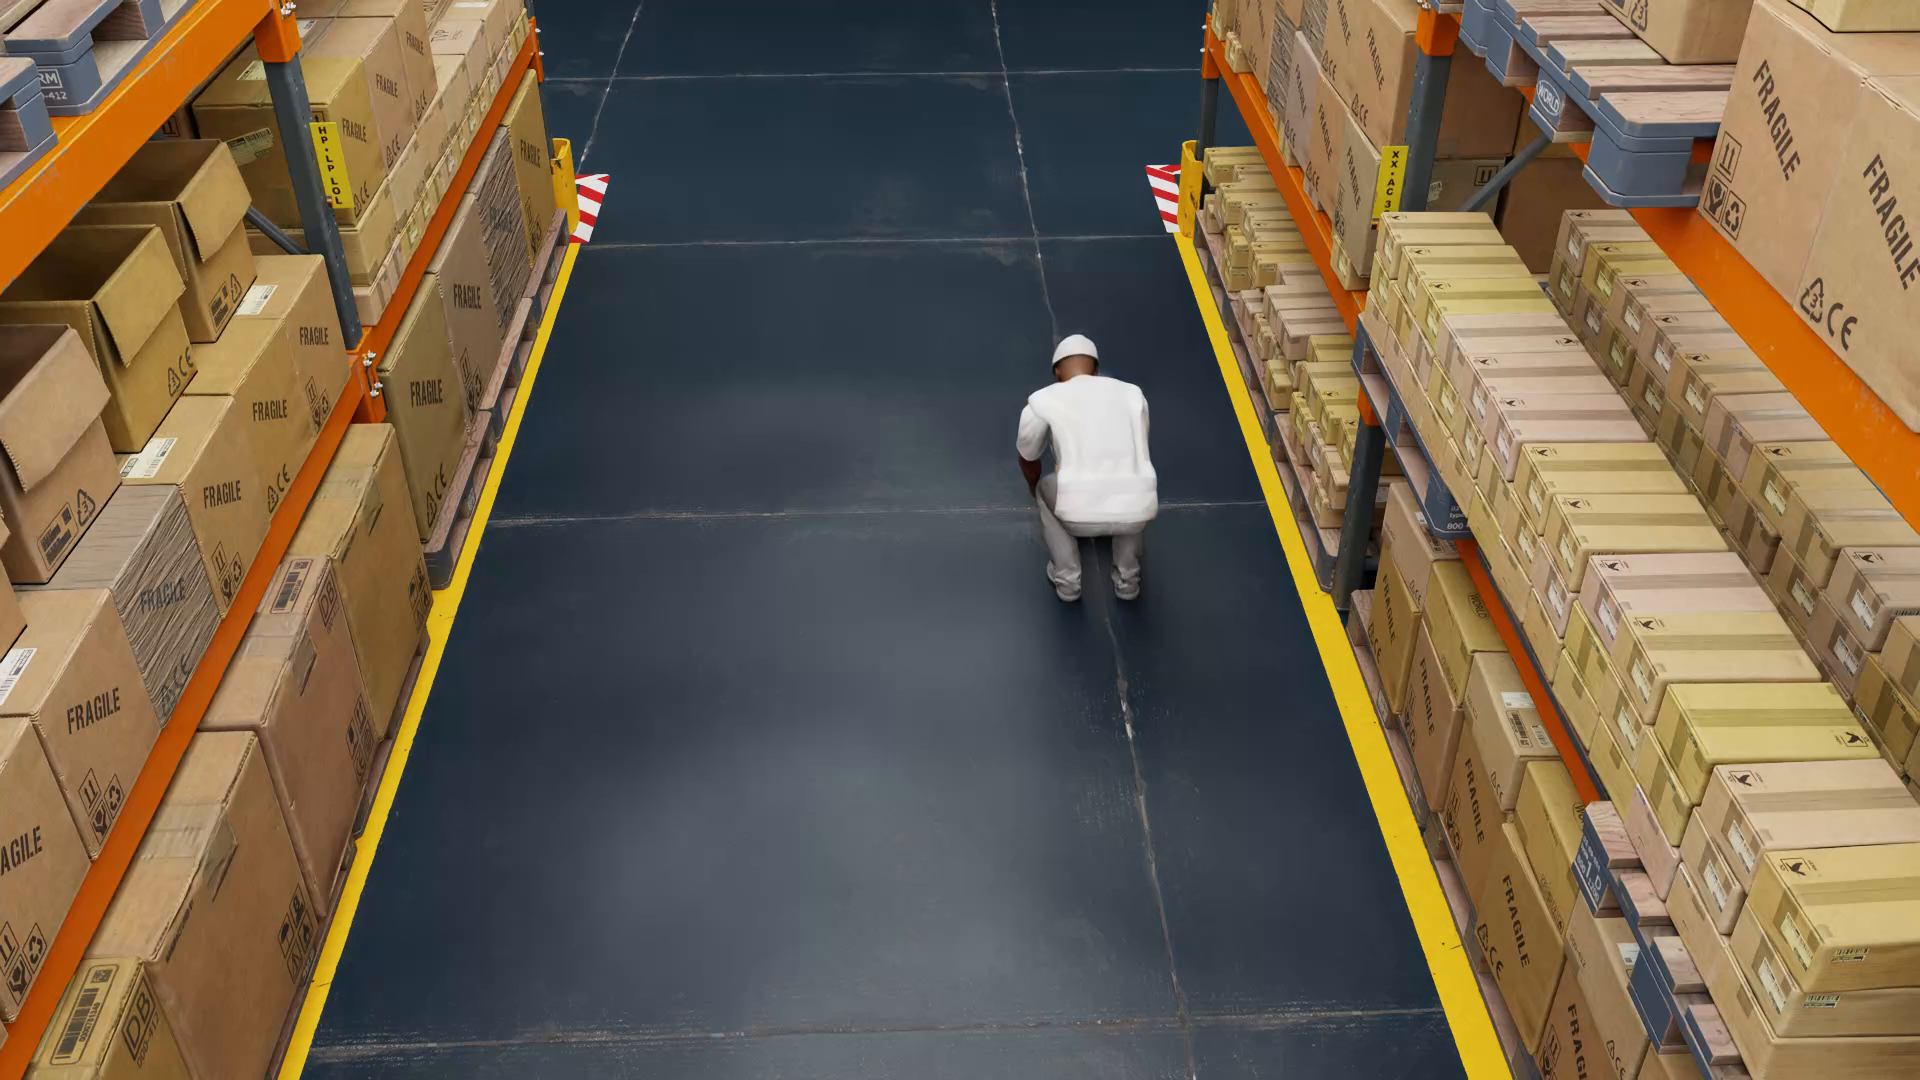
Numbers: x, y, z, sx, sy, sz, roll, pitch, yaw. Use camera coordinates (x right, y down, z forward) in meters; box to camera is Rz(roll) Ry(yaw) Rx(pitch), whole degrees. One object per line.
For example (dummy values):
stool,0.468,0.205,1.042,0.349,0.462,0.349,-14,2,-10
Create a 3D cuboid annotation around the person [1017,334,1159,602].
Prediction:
person,0.548,-0.285,7.208,0.584,0.994,0.894,-2,35,-2
